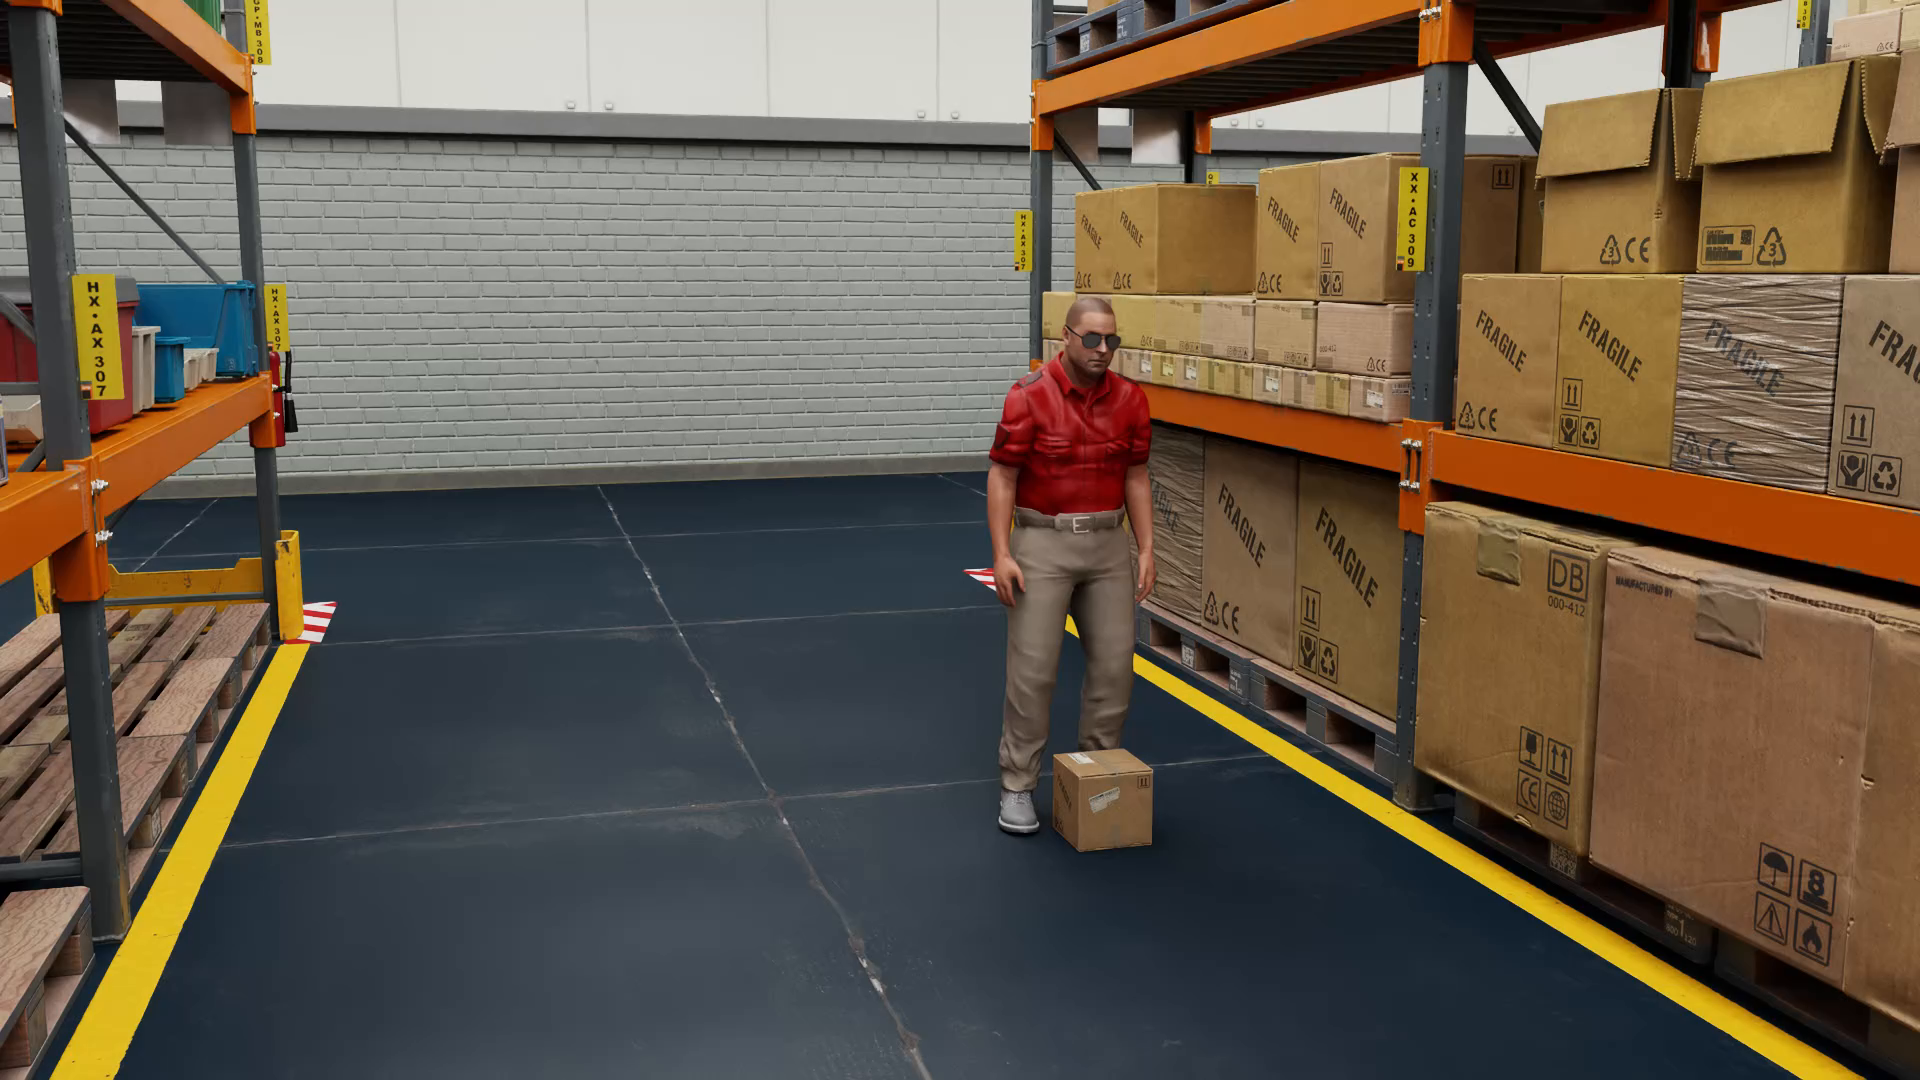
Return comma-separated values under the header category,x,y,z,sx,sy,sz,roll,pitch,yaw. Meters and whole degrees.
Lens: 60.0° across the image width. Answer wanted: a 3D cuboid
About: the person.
category,x,y,z,sx,sy,sz,roll,pitch,yaw
person,0.376,0.068,5.493,0.588,1.726,0.390,-3,10,-18
